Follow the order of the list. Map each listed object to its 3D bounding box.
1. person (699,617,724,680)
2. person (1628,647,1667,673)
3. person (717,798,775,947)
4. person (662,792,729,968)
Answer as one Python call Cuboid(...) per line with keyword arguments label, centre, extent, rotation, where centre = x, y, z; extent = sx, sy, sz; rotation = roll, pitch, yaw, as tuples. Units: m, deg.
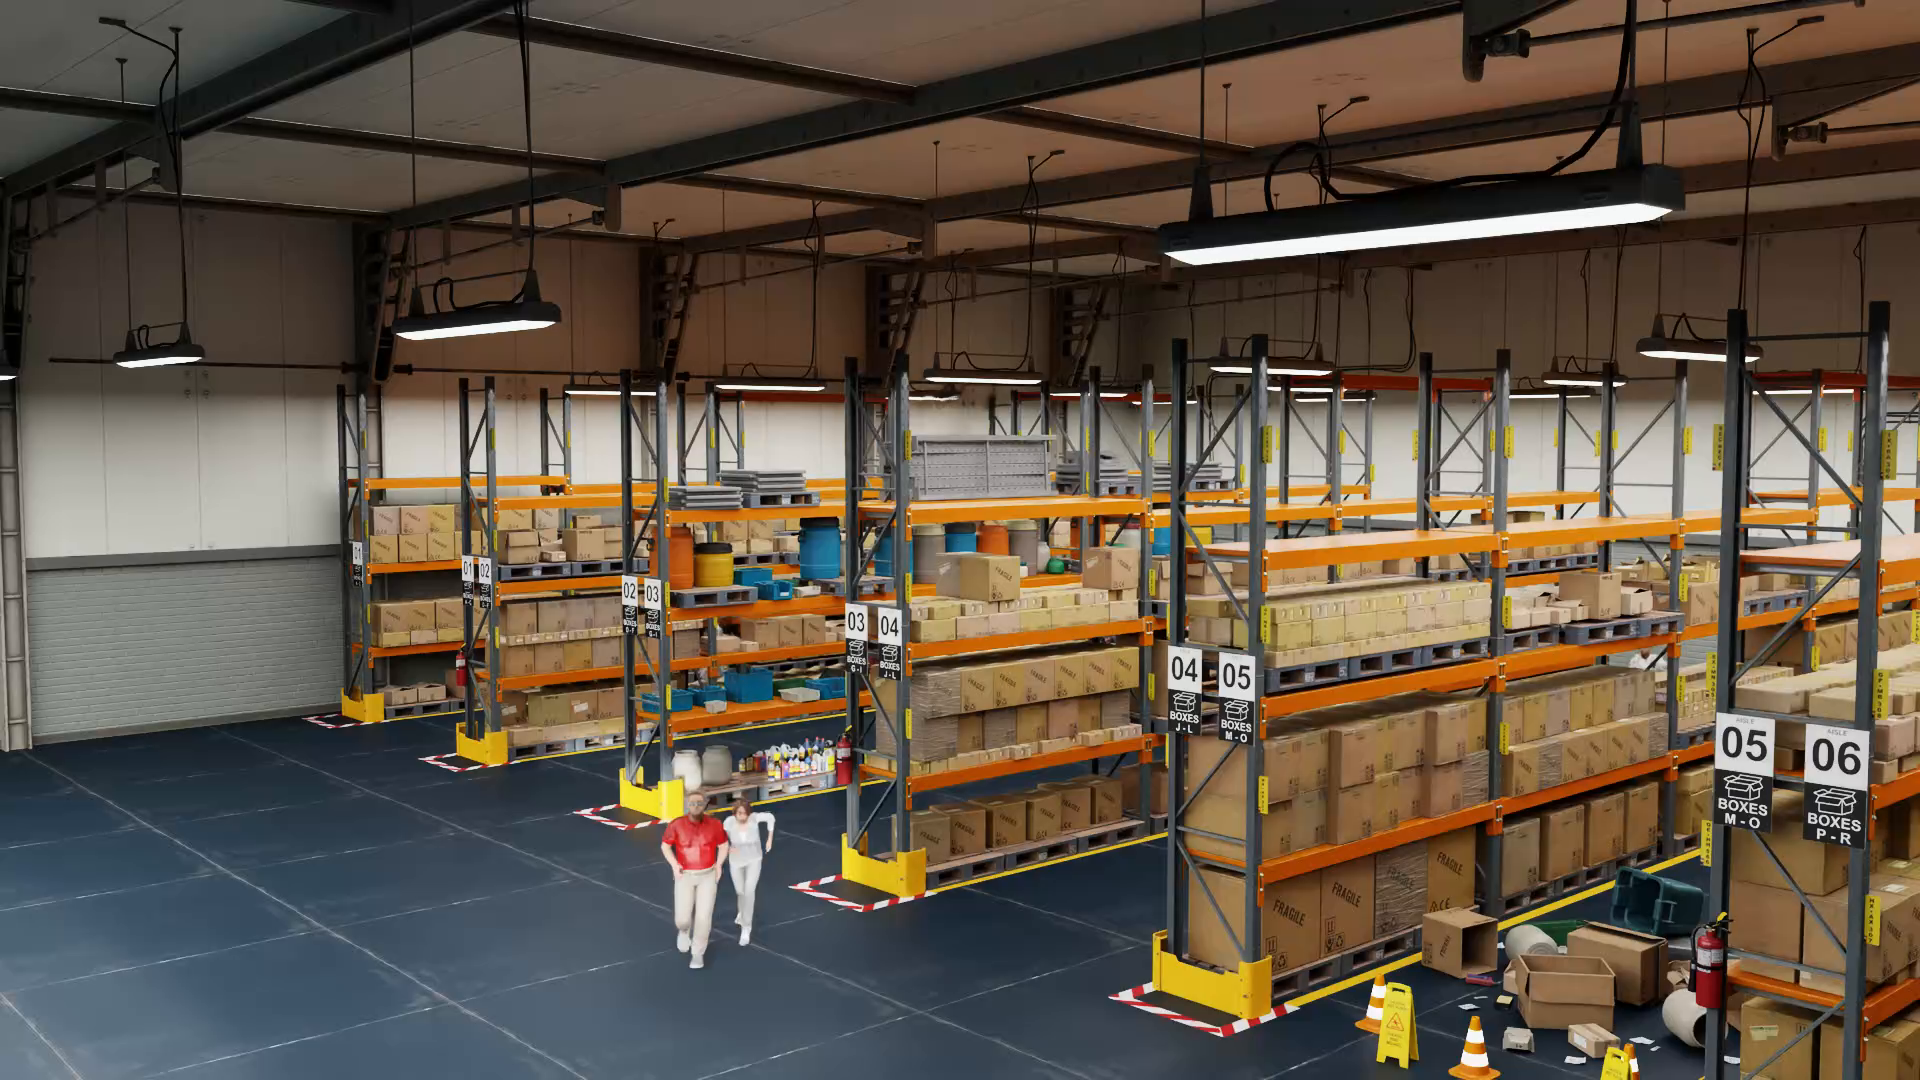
Cuboid(label="person", centre=(-4.584, 2.201, 31.000), extent=(0.983, 1.791, 0.660), rotation=(-3, 5, -43))
Cuboid(label="person", centre=(11.377, 2.497, 27.530), extent=(0.724, 1.736, 0.606), rotation=(3, 5, 34))
Cuboid(label="person", centre=(-2.173, 3.323, 16.929), extent=(0.580, 1.531, 0.916), rotation=(0, 4, -5))
Cuboid(label="person", centre=(-2.555, 3.268, 16.108), extent=(0.648, 1.672, 0.595), rotation=(-1, 4, -12))
